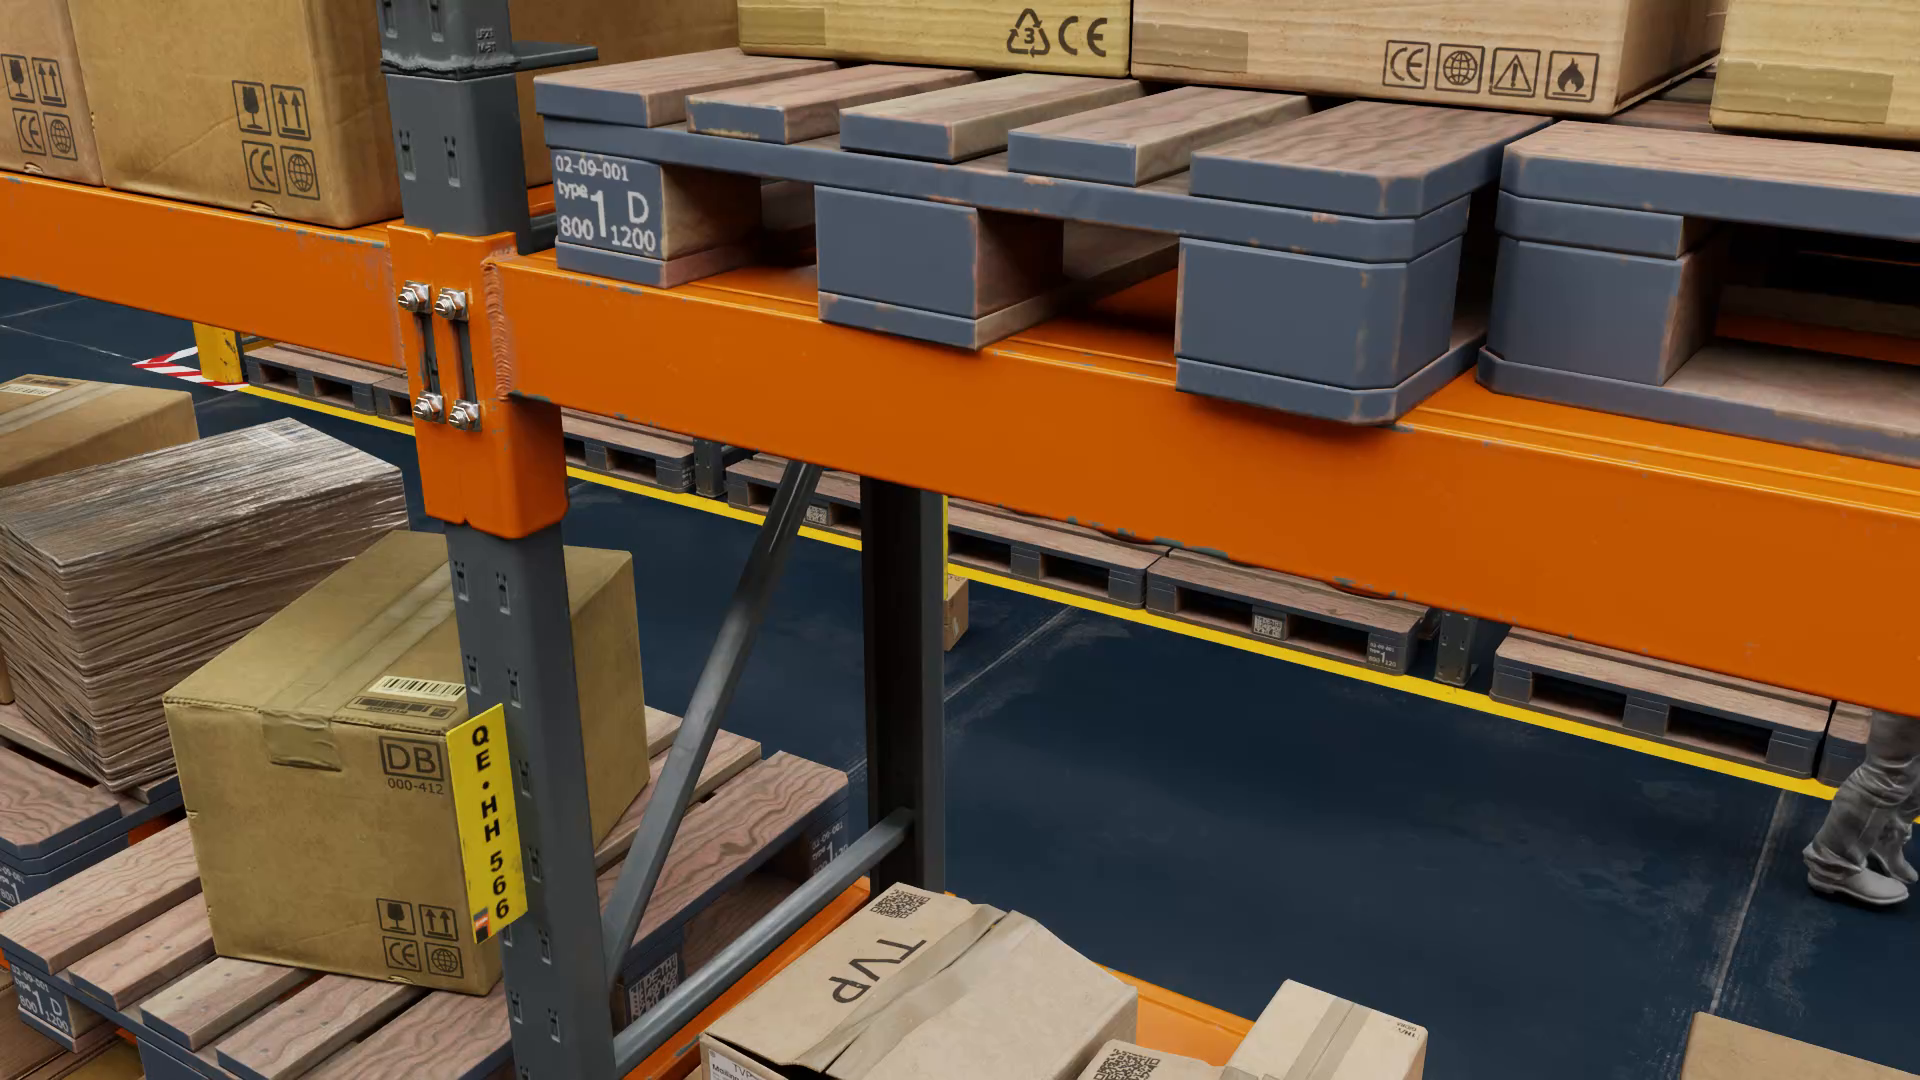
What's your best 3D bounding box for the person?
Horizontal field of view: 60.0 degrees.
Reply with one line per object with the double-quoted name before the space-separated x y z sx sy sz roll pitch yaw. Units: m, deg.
"person" 3.043 0.371 5.186 0.488 1.814 0.536 8 24 19
